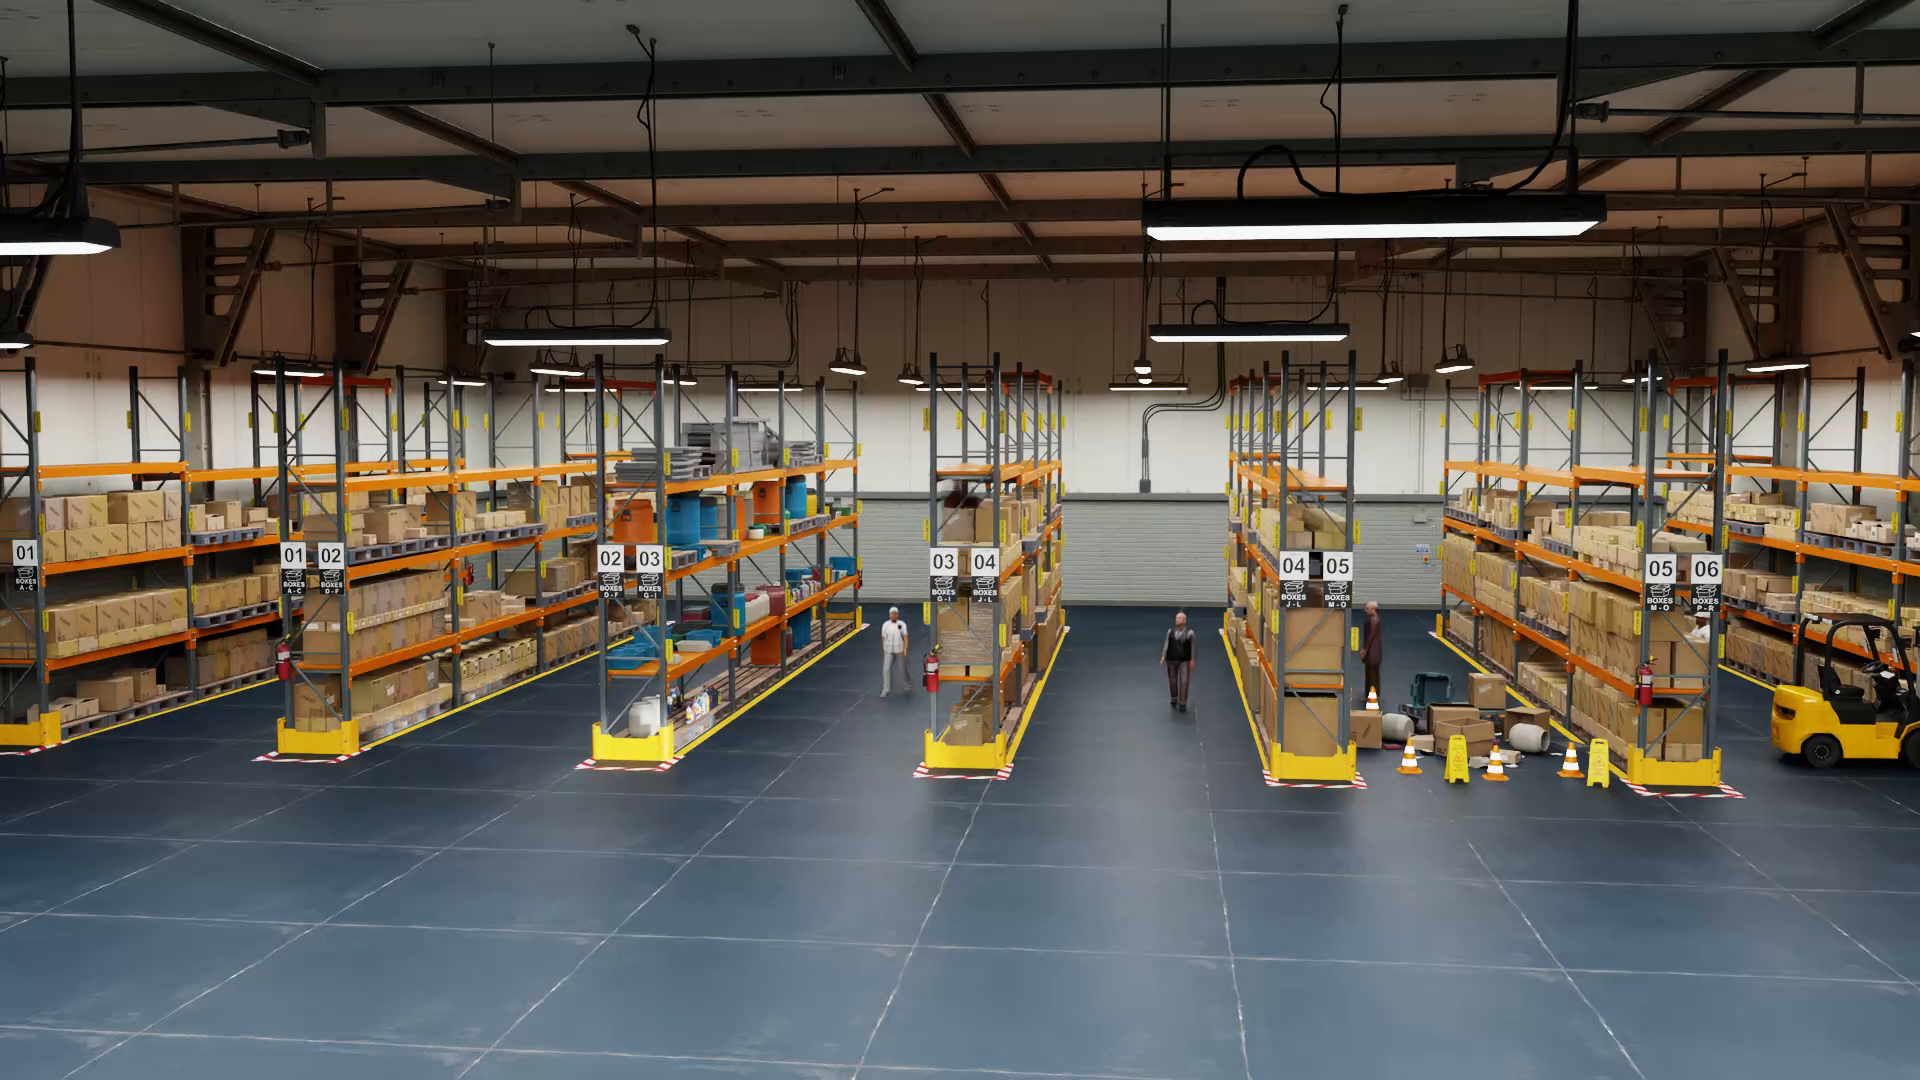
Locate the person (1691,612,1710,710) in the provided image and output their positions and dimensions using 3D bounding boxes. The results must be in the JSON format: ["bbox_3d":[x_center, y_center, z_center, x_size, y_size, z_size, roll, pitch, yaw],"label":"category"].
[{"bbox_3d":[12.870,2.081,28.949,0.462,1.772,0.598,2,5,27],"label":"person"}]

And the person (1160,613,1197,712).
[{"bbox_3d":[3.806,2.117,28.937,0.625,1.680,0.977,1,4,9],"label":"person"}]

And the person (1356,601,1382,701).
[{"bbox_3d":[7.358,1.996,29.867,0.431,1.792,0.588,2,4,25],"label":"person"}]

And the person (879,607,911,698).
[{"bbox_3d":[-1.185,2.039,30.432,0.553,1.612,0.982,1,4,15],"label":"person"}]
